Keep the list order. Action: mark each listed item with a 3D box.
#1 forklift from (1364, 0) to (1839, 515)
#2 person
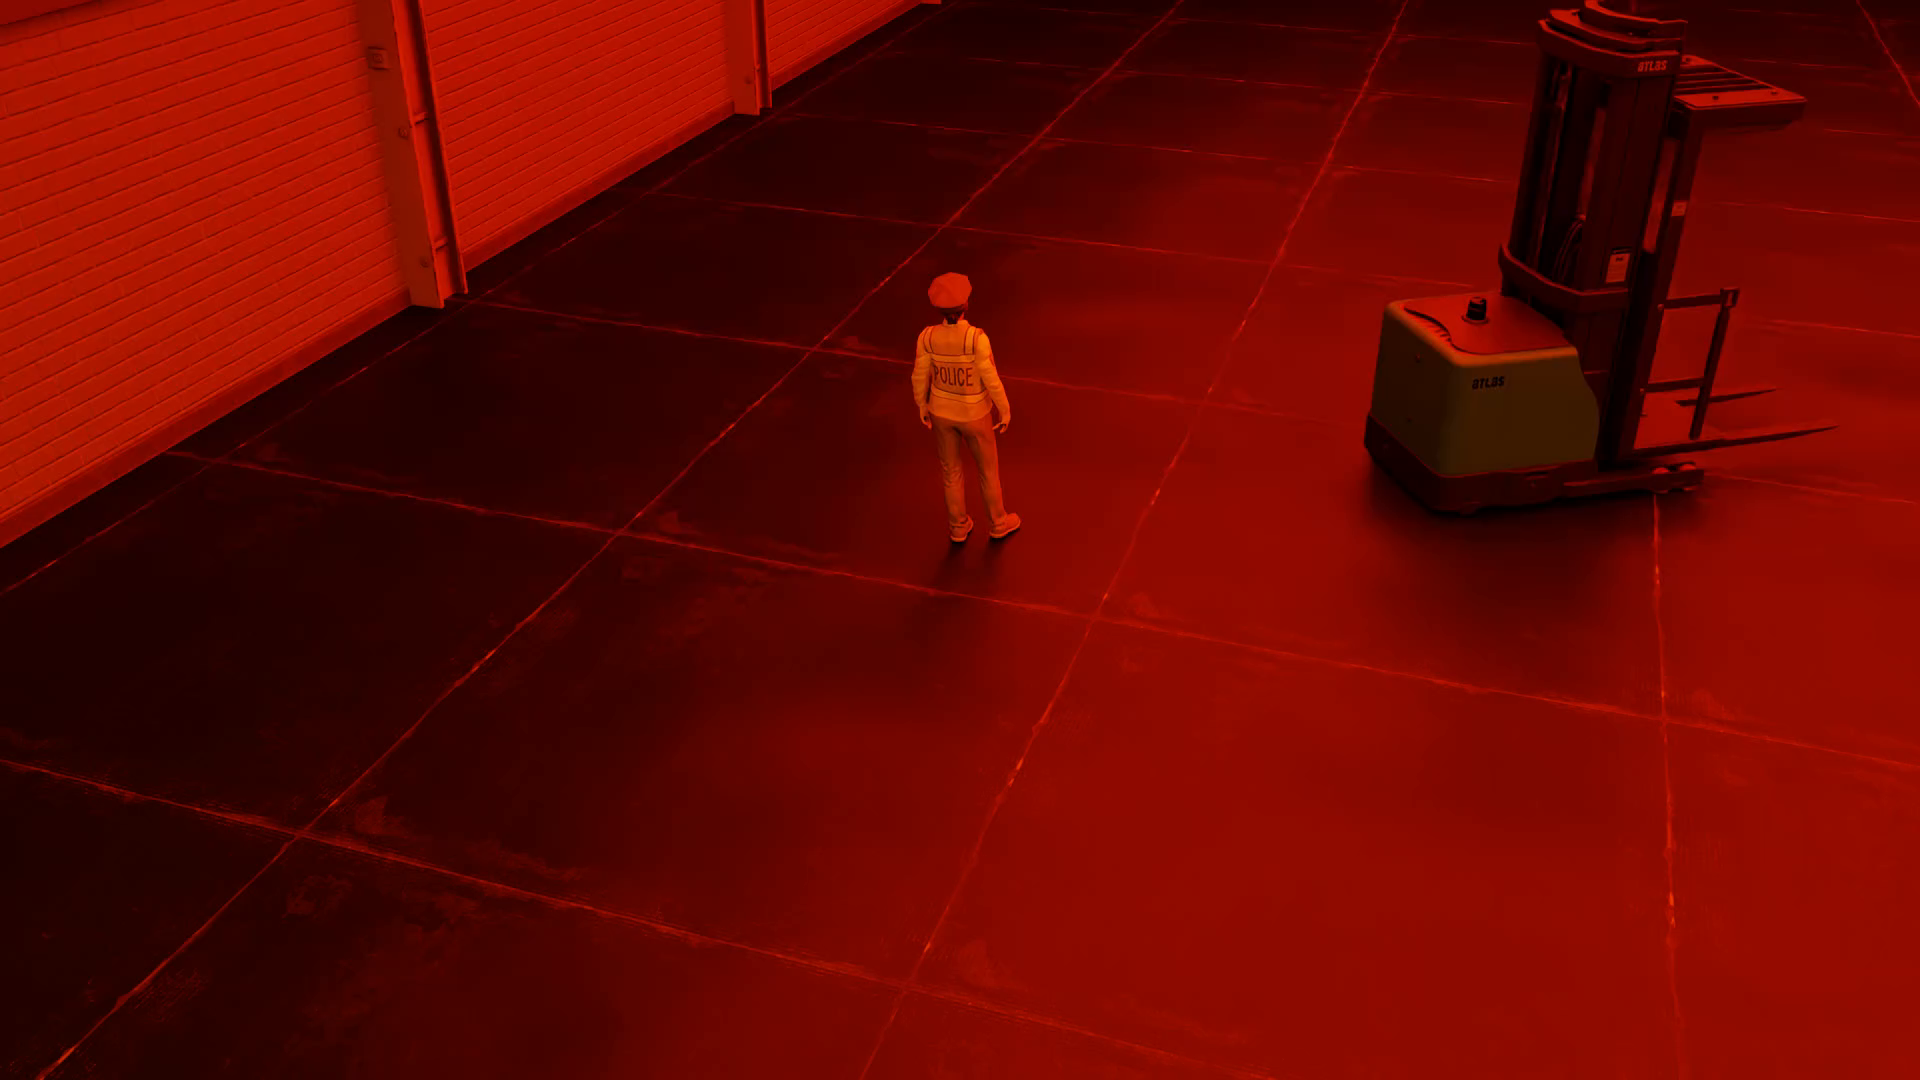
[{"bbox_3d":[4.259,-1.812,10.316,3.031,2.935,1.130,-7,30,-12],"label":"forklift"},{"bbox_3d":[0.028,-0.773,9.728,0.587,1.695,0.531,10,31,16],"label":"person"}]
